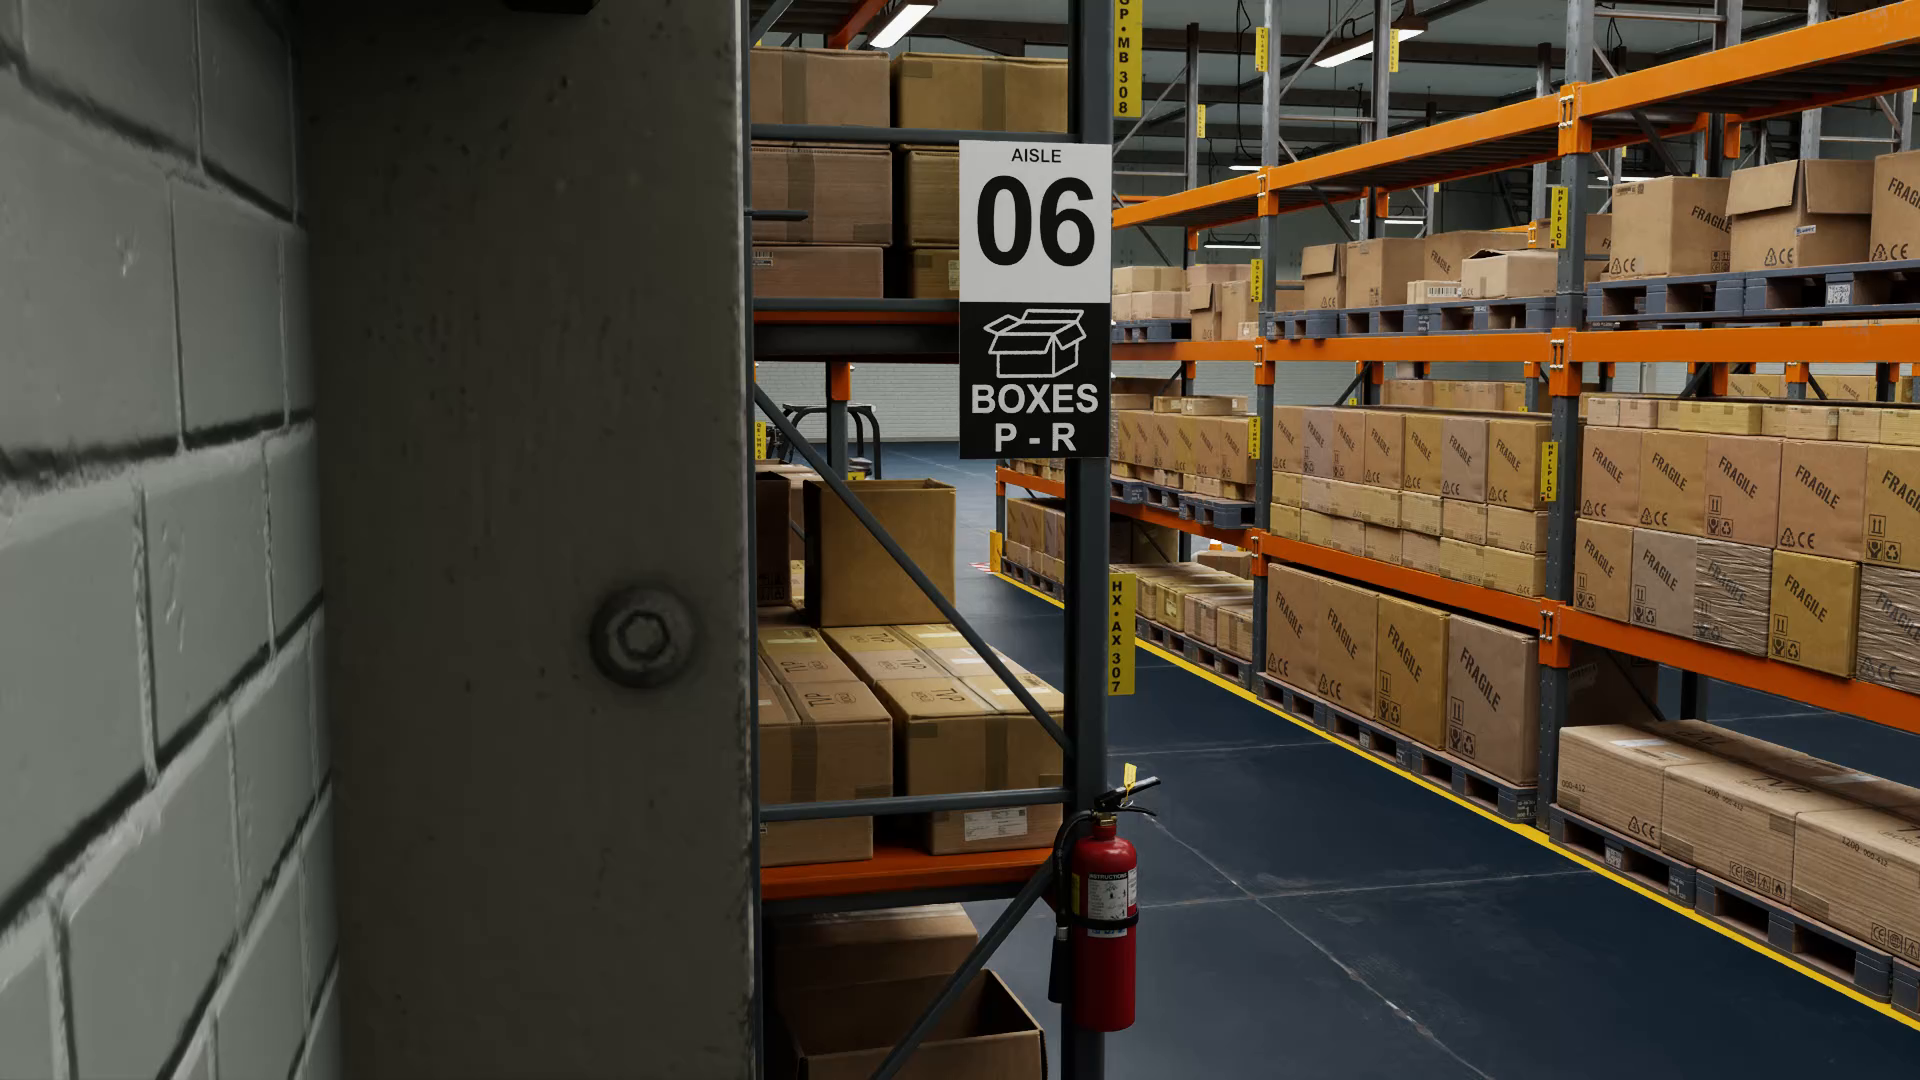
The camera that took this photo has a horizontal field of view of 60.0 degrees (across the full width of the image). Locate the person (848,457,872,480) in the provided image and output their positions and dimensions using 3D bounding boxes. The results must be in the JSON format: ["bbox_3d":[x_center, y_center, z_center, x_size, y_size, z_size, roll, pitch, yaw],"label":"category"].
[{"bbox_3d":[-0.976,-0.014,16.977,0.373,1.661,0.536,-2,7,-17],"label":"person"}]
